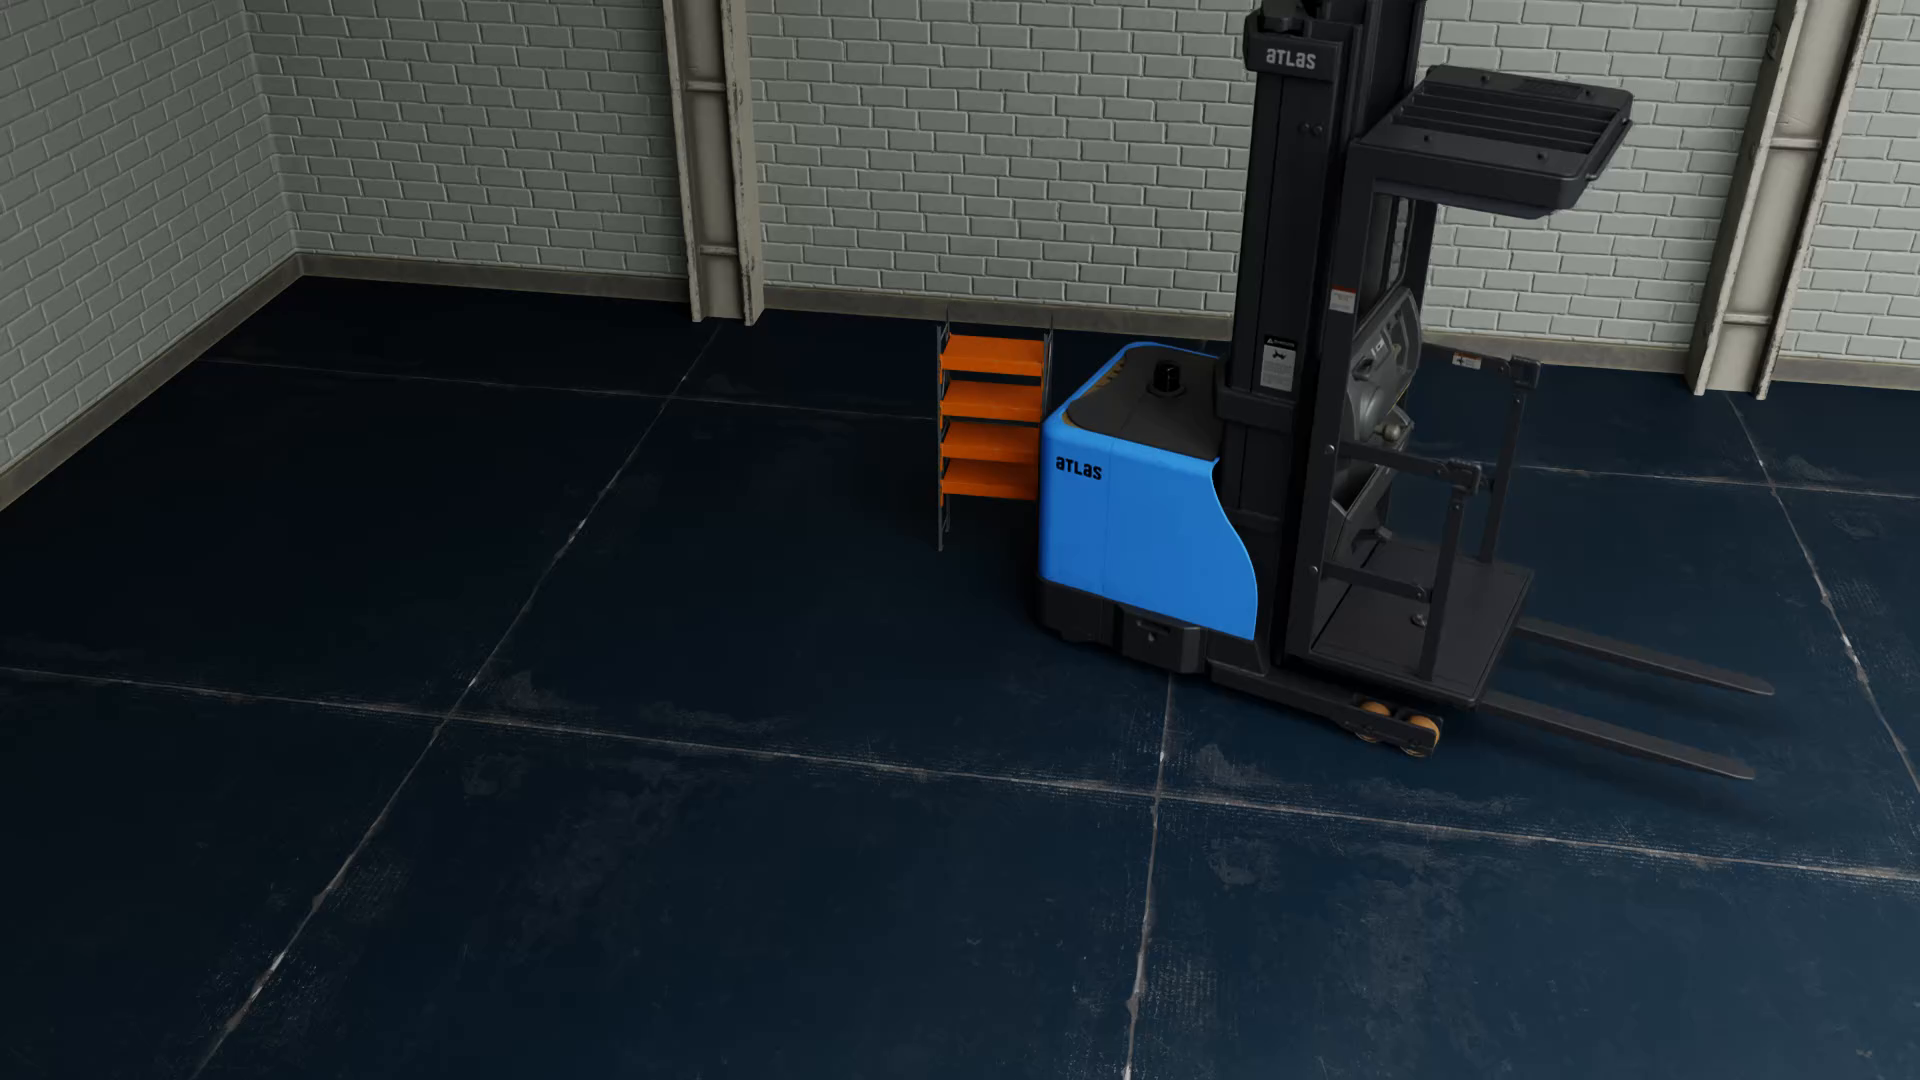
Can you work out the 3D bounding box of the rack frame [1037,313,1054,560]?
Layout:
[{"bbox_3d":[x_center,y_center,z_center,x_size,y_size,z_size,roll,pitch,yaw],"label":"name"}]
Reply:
[{"bbox_3d":[0.404,-0.472,7.873,0.015,1.200,0.240,5,32,8],"label":"rack frame"}]

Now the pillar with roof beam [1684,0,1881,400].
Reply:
[{"bbox_3d":[3.725,-2.464,3.705,0.400,9.000,9.100,5,32,8],"label":"pillar with roof beam"}]

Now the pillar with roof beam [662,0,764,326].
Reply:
[{"bbox_3d":[-2.189,-2.999,4.560,0.400,9.000,9.100,5,32,8],"label":"pillar with roof beam"}]

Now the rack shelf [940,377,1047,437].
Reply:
[{"bbox_3d":[0.163,-0.626,7.825,0.480,0.148,0.258,5,32,8],"label":"rack shelf"}]

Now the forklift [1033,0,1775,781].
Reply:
[{"bbox_3d":[1.873,-0.676,6.568,3.031,2.935,1.130,16,36,24],"label":"forklift"}]

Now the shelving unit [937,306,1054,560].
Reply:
[{"bbox_3d":[0.163,-0.494,7.908,0.503,1.200,0.258,5,32,8],"label":"shelving unit"}]

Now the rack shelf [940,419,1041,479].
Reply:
[{"bbox_3d":[0.163,-0.437,7.944,0.480,0.148,0.258,5,32,8],"label":"rack shelf"}]

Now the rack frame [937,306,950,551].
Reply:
[{"bbox_3d":[-0.077,-0.516,7.943,0.015,1.200,0.240,5,32,8],"label":"rack frame"}]

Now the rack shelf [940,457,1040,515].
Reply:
[{"bbox_3d":[0.163,-0.268,8.049,0.480,0.148,0.258,5,32,8],"label":"rack shelf"}]

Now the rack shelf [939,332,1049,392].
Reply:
[{"bbox_3d":[0.163,-0.827,7.700,0.480,0.148,0.258,5,32,8],"label":"rack shelf"}]
